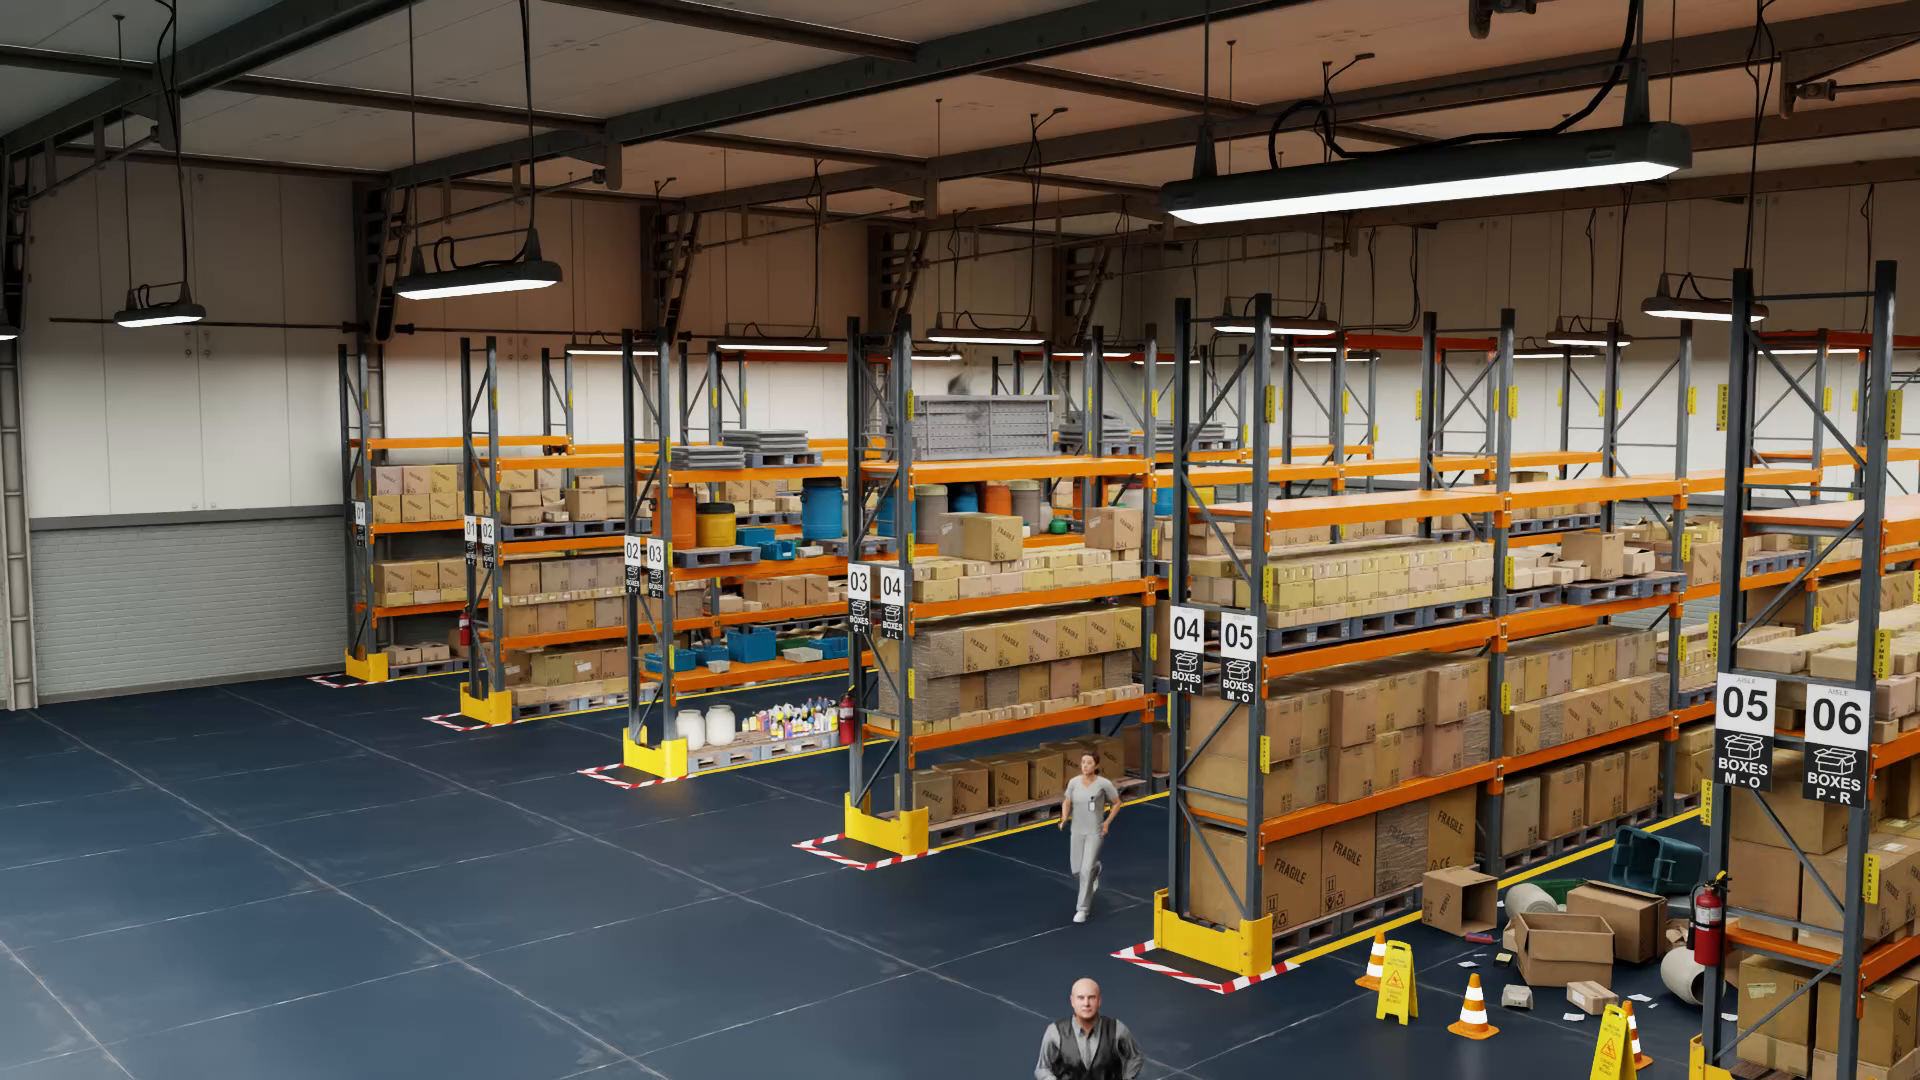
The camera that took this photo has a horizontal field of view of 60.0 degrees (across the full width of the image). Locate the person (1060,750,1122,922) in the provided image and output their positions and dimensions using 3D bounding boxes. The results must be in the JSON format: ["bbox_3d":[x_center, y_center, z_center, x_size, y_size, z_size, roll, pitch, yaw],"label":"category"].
[{"bbox_3d":[1.294,2.884,16.446,0.577,1.646,0.745,2,6,24],"label":"person"}]

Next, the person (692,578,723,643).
[{"bbox_3d":[-4.719,1.500,31.250,0.715,1.735,0.826,4,7,39],"label":"person"}]

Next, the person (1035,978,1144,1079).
[{"bbox_3d":[0.756,3.443,9.774,0.646,1.690,0.610,0,5,5],"label":"person"}]

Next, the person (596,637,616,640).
[{"bbox_3d":[-6.248,1.672,29.444,0.594,1.726,0.730,-4,7,-39],"label":"person"}]
